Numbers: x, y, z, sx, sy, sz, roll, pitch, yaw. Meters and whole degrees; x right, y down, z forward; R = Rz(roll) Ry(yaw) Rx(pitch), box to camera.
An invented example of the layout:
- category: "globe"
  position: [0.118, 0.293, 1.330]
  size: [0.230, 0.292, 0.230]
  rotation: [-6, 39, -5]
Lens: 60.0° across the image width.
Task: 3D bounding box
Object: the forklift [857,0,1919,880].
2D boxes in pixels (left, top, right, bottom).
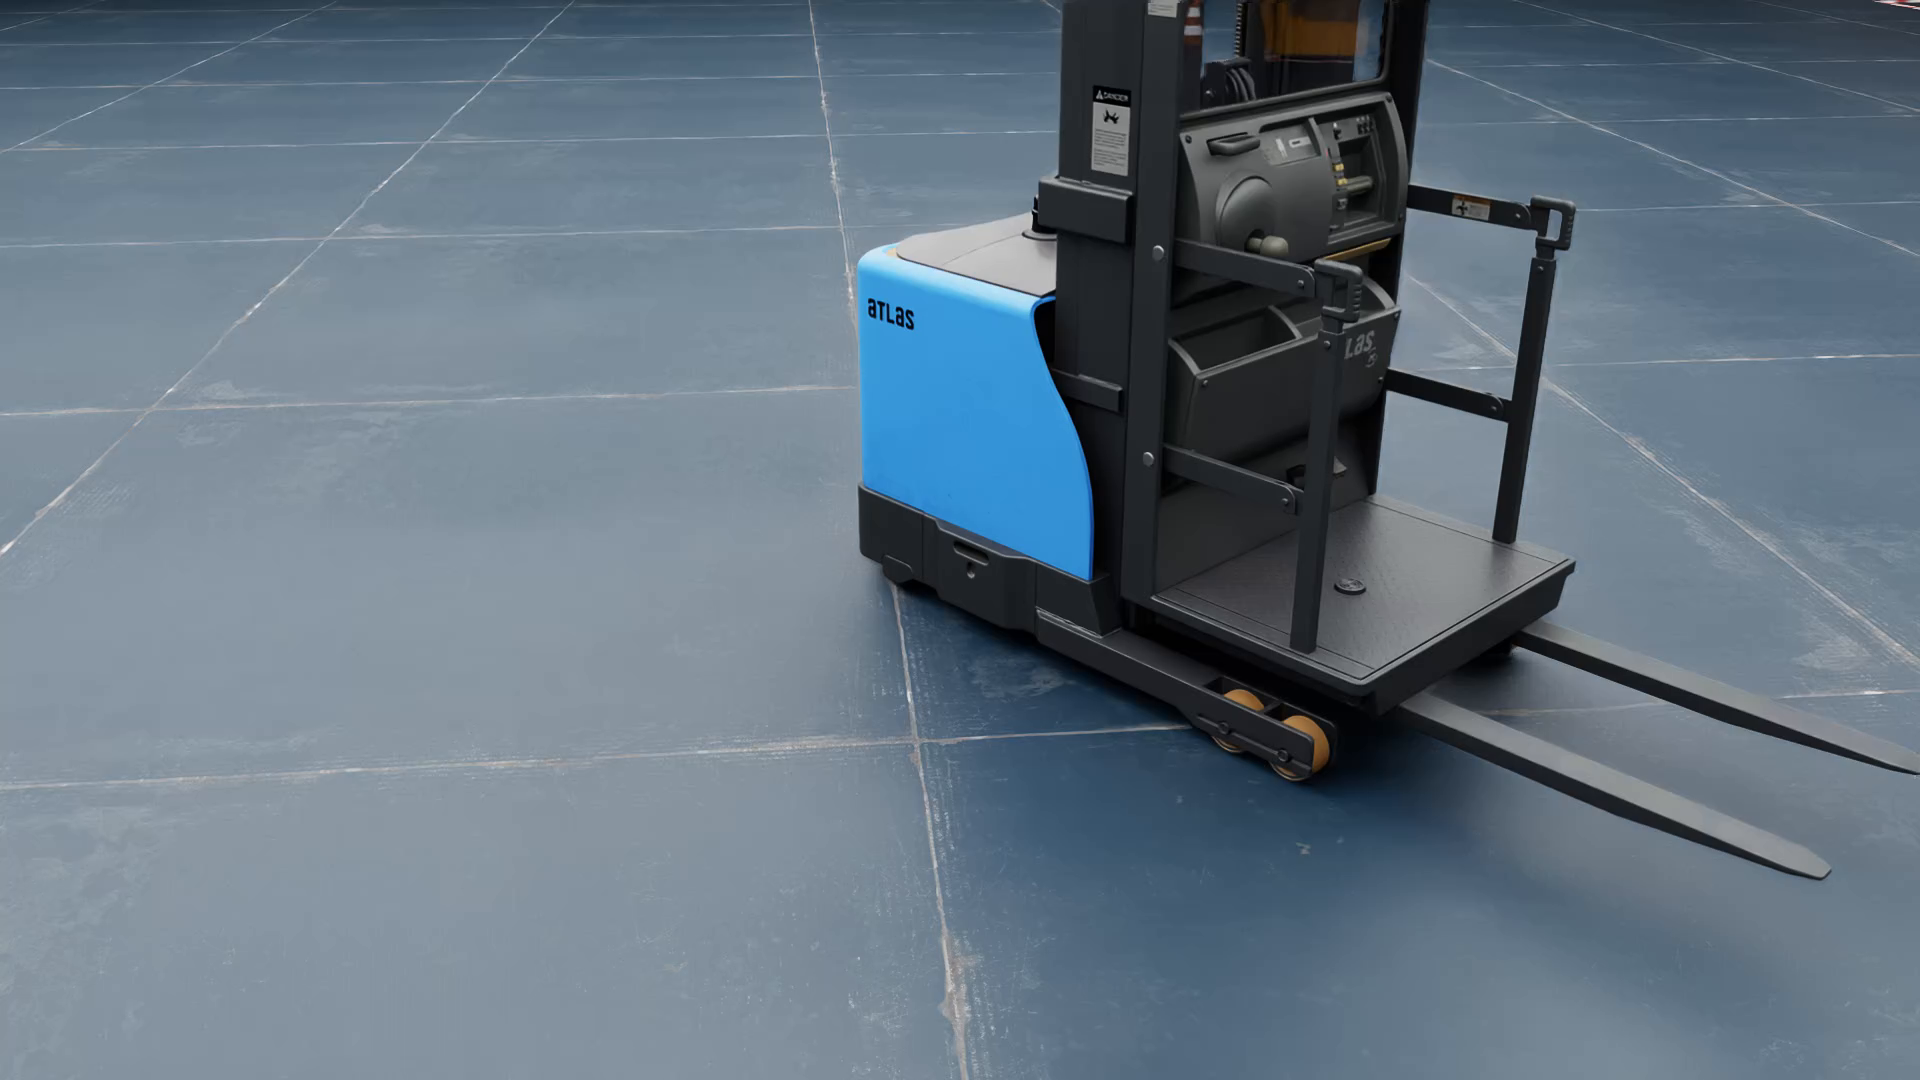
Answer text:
- category: "forklift"
  position: [1.047, -0.948, 4.273]
  size: [1.130, 2.935, 3.031]
  rotation: [-21, 32, -39]
